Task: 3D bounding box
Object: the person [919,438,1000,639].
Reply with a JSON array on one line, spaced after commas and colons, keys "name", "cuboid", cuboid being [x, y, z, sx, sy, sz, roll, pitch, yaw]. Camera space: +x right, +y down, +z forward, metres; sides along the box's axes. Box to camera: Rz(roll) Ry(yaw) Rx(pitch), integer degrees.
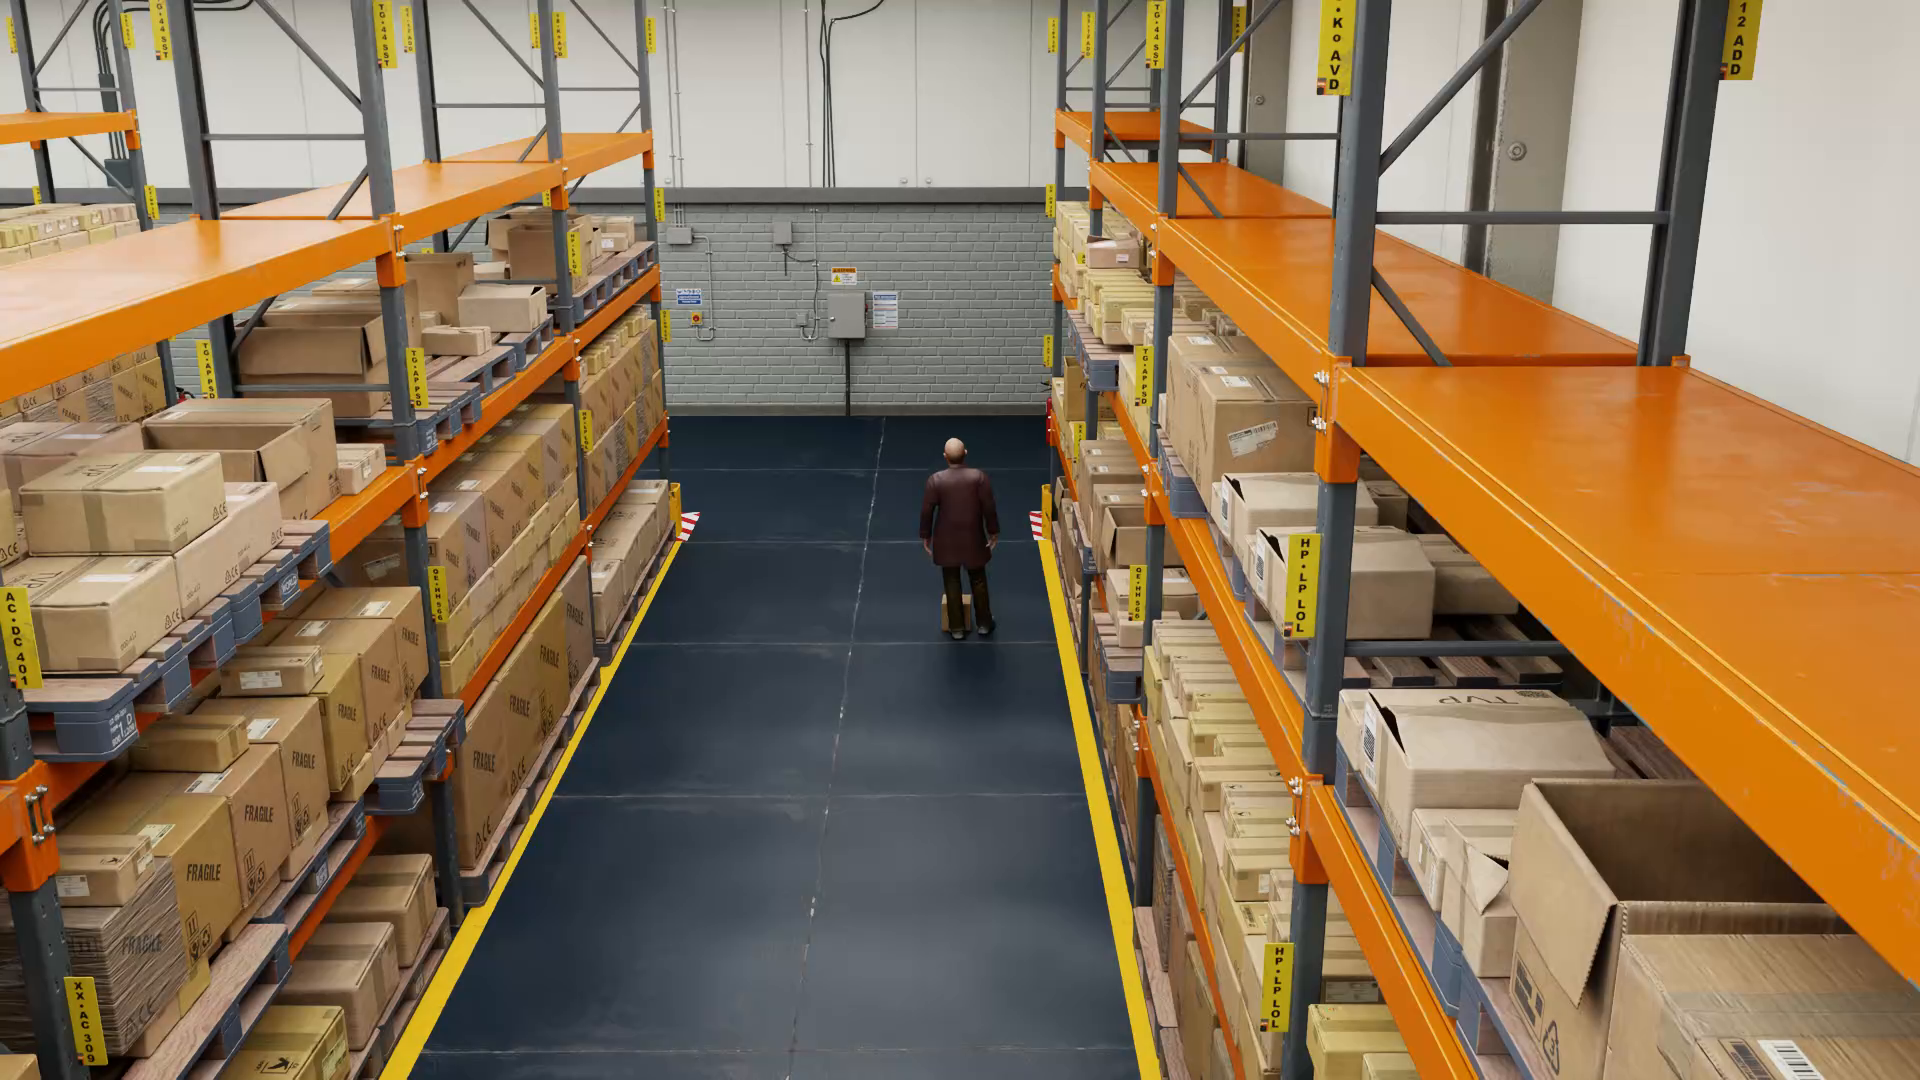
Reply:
[{"name": "person", "cuboid": [-0.005, -0.041, 14.287, 0.695, 1.776, 0.581, 0, 17, 0]}]
